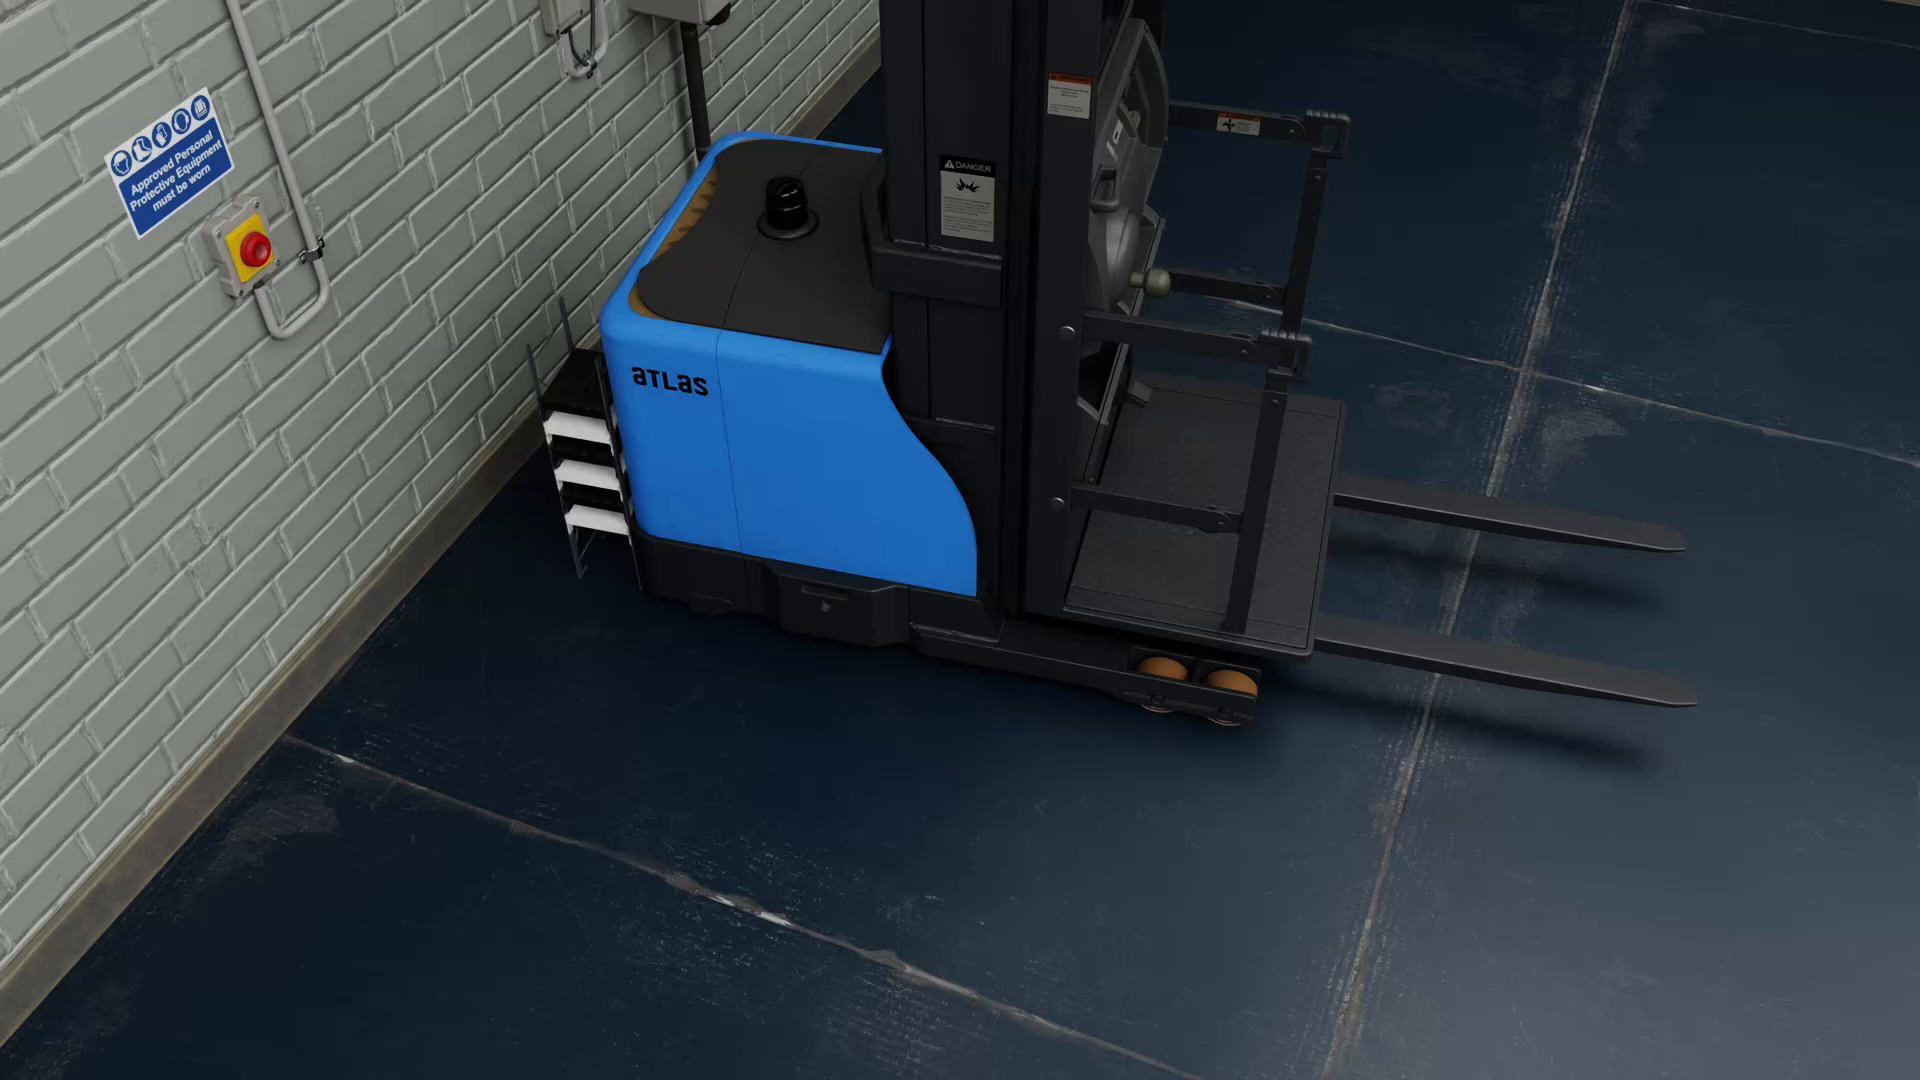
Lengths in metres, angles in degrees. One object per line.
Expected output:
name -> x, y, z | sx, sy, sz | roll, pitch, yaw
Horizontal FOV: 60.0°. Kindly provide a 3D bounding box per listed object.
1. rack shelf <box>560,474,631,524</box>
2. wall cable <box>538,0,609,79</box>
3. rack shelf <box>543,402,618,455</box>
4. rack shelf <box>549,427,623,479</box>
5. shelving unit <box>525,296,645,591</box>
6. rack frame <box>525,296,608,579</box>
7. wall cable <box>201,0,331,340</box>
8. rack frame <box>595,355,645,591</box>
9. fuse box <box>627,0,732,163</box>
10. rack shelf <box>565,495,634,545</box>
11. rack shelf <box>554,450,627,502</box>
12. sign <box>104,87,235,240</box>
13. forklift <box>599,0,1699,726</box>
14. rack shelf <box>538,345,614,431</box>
rack shelf -> -1.046, -0.176, 4.964 | 0.200, 0.077, 0.258 | 10, 46, 10
wall cable -> -1.189, -2.068, 4.481 | 0.122, 1.984, 0.588 | 16, 47, 16
rack shelf -> -1.046, -0.368, 4.774 | 0.200, 0.077, 0.258 | 10, 46, 10
rack shelf -> -1.046, -0.304, 4.837 | 0.200, 0.077, 0.258 | 10, 46, 10
shelving unit -> -1.046, -0.264, 4.877 | 0.210, 0.900, 0.258 | 10, 46, 10
rack frame -> -1.144, -0.282, 4.895 | 0.006, 0.900, 0.240 | 10, 46, 10
wall cable -> -1.724, -1.152, 3.539 | 0.123, 1.953, 0.585 | 16, 47, 16
rack frame -> -0.947, -0.246, 4.859 | 0.006, 0.900, 0.240 | 10, 46, 10
fuse box -> -0.781, -1.652, 5.697 | 0.414, 1.711, 0.539 | 16, 47, 16
rack shelf -> -1.046, -0.113, 5.028 | 0.200, 0.077, 0.258 | 10, 46, 10
rack shelf -> -1.046, -0.240, 4.901 | 0.200, 0.077, 0.258 | 10, 46, 10
sign -> -1.799, -0.862, 3.798 | 0.001, 0.218, 0.327 | 16, 47, 16
forklift -> 0.610, -0.929, 4.106 | 3.031, 2.935, 1.130 | 10, 46, 10
rack shelf -> -1.046, -0.432, 4.710 | 0.200, 0.077, 0.258 | 10, 46, 10
